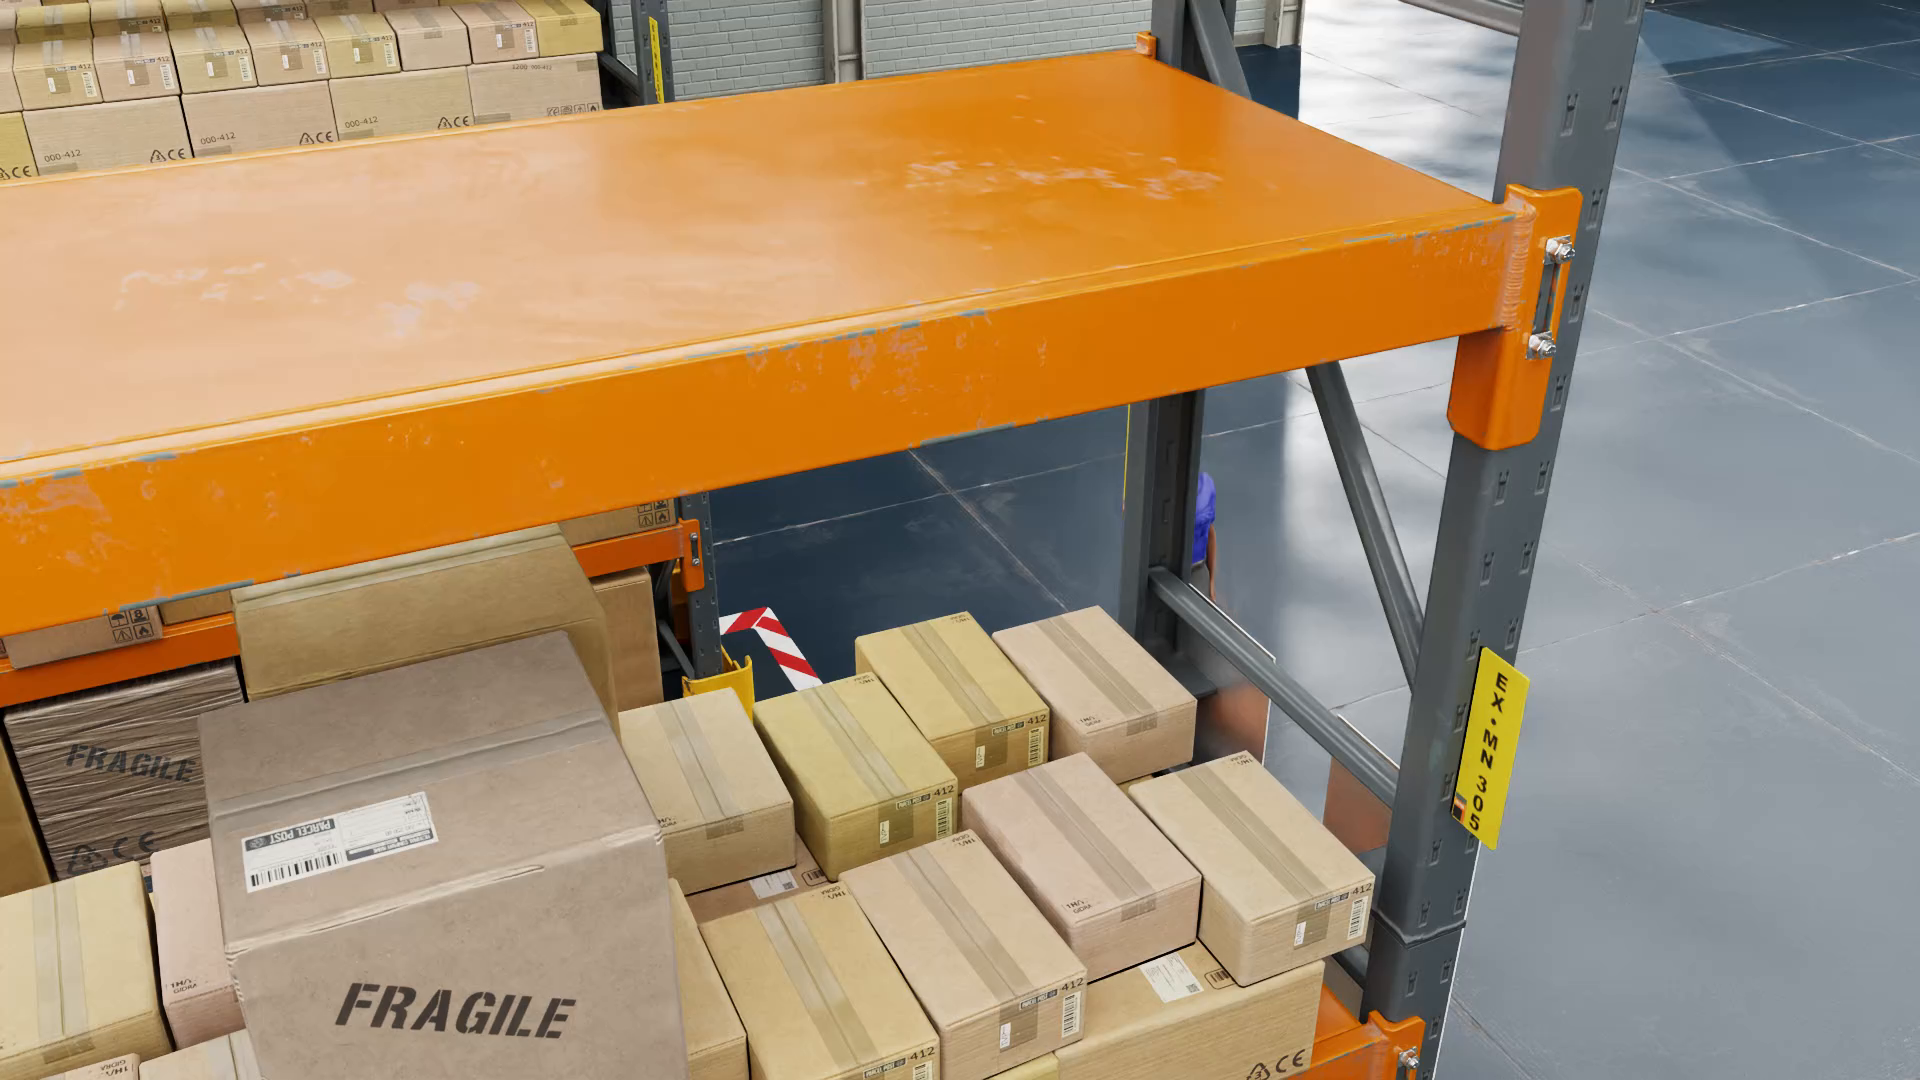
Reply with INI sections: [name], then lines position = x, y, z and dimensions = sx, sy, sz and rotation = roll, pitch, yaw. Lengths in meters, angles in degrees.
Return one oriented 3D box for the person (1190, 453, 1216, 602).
[person]
position = 1.047, 0.214, 8.091
dimensions = 0.439, 1.657, 0.349
rotation = -12, 32, -21
